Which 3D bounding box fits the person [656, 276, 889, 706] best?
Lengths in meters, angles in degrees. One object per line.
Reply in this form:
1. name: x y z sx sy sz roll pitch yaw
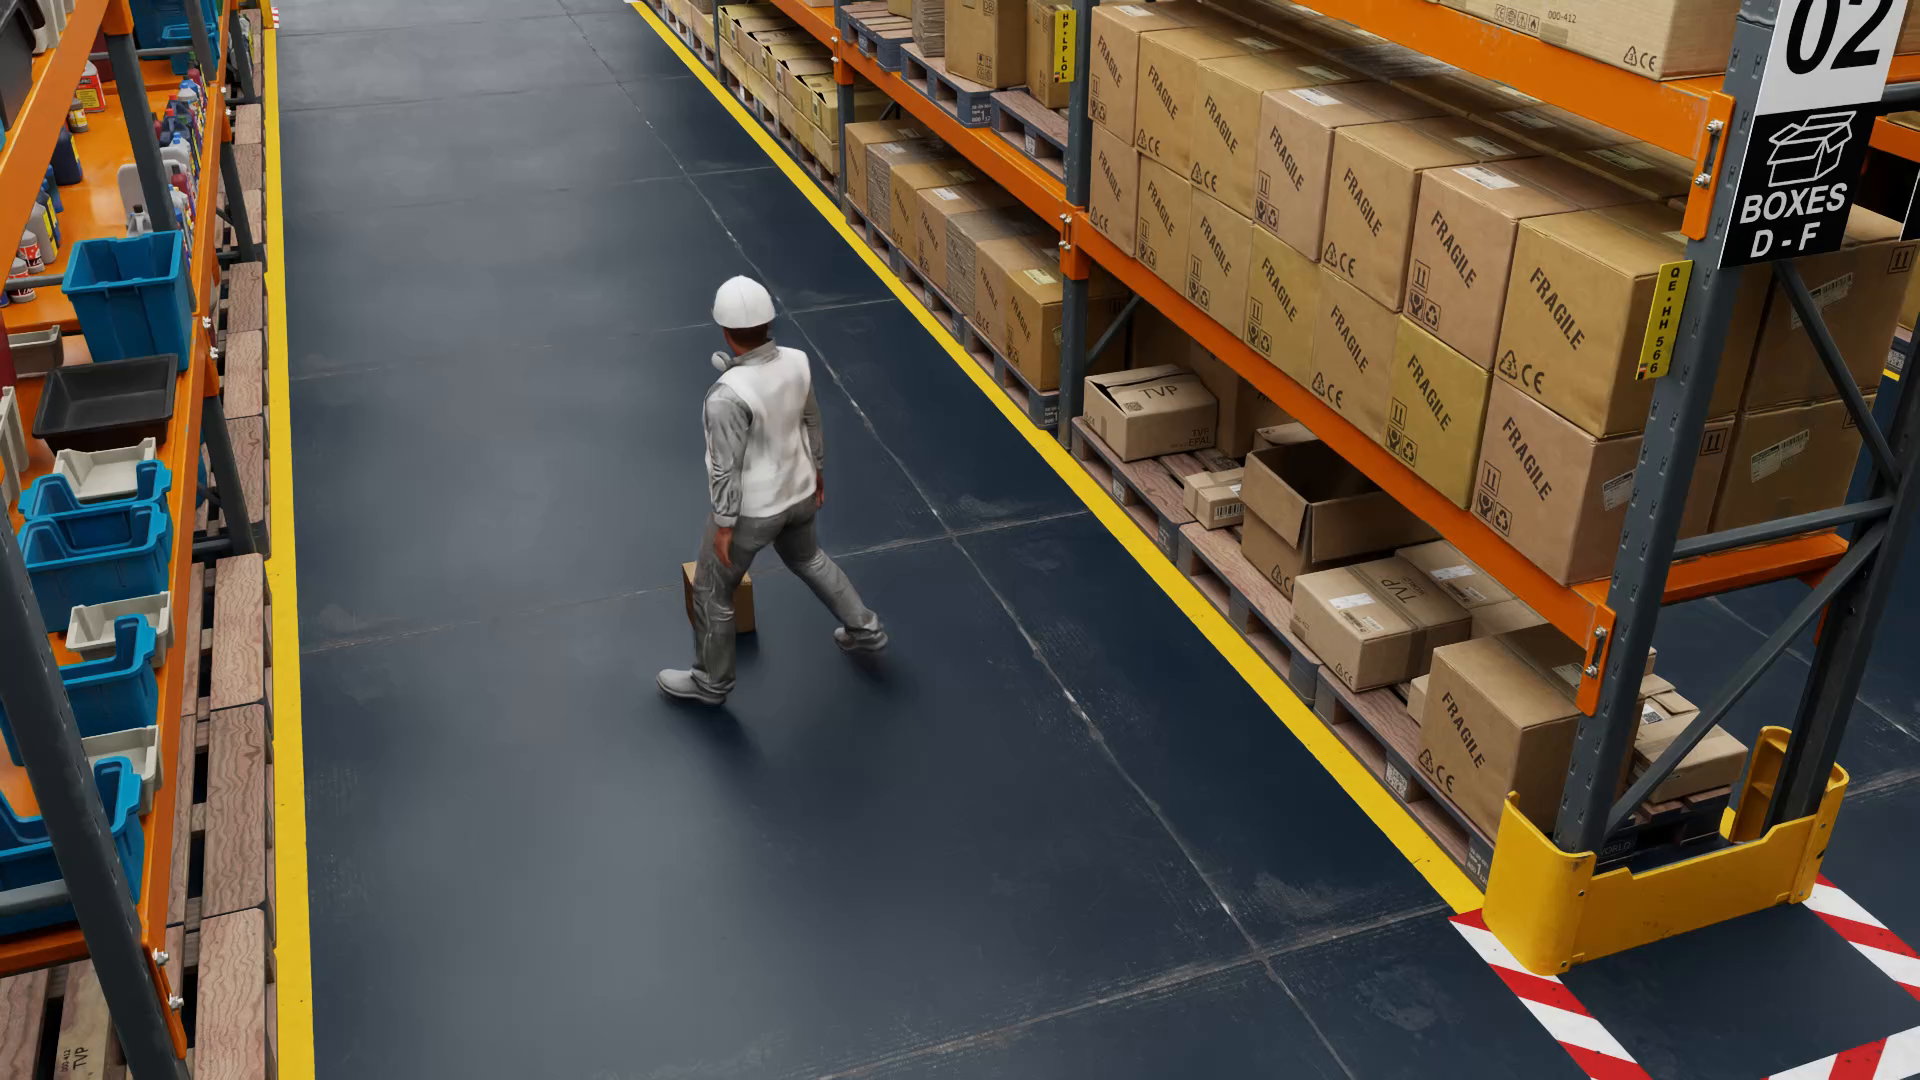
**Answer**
1. person: -0.753 -0.185 6.445 0.705 1.755 0.750 19 35 30
